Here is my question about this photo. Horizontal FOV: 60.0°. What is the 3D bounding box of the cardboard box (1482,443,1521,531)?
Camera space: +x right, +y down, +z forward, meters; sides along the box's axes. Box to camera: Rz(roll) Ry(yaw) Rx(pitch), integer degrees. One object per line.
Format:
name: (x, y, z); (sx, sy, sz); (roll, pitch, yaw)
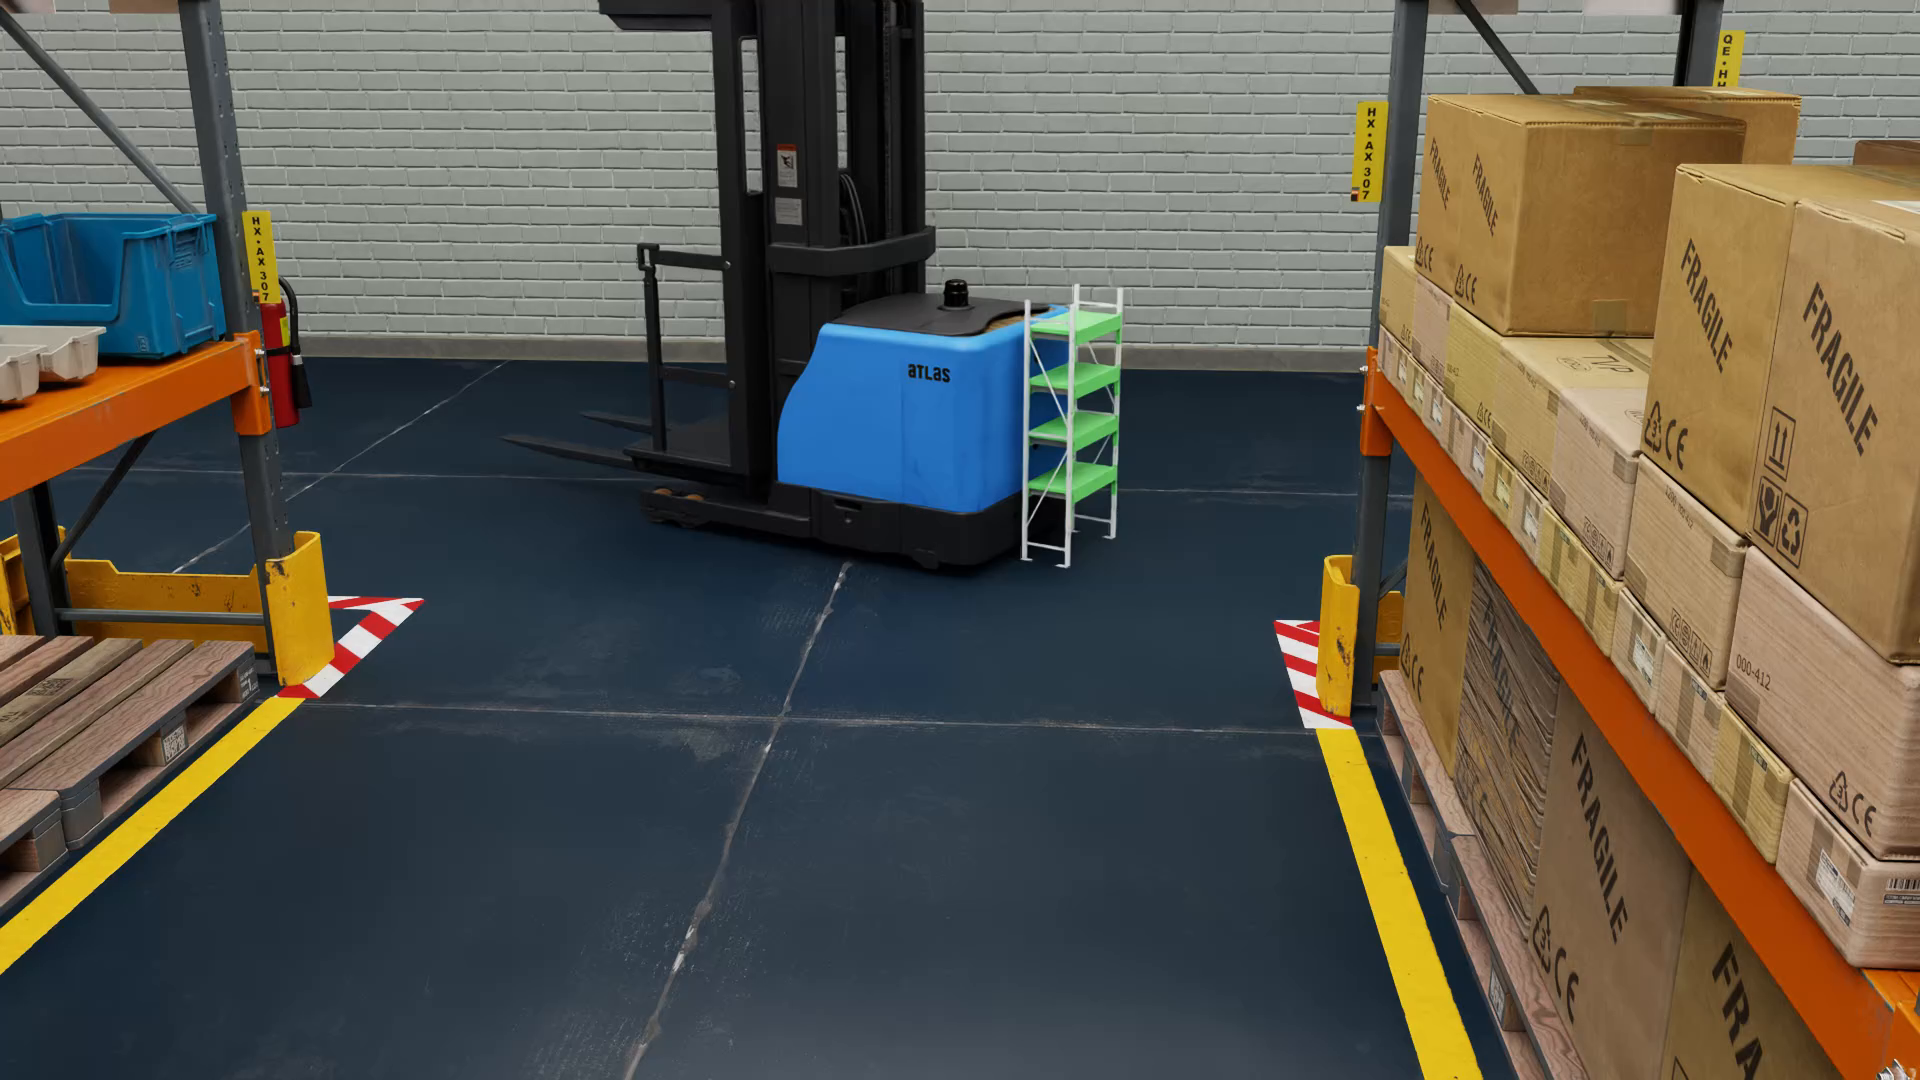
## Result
cardboard box: (1.447, -0.122, 3.883); (0.380, 0.149, 0.250); (1, 18, 3)

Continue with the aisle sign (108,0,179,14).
aisle sign: (-2.733, -2.184, 5.597); (0.394, 0.787, 0.004); (1, 18, 4)

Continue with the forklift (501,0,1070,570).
forklift: (-0.981, -1.578, 8.032); (3.031, 2.935, 1.130); (10, 21, 29)

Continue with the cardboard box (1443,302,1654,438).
cardboard box: (1.536, -0.432, 4.187); (0.500, 0.250, 0.500); (1, 18, 2)

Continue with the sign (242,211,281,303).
sign: (-2.480, -1.003, 5.906); (0.100, 0.325, 0.005); (1, 18, 4)

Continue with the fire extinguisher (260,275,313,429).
fire extinguisher: (-2.566, -0.756, 6.135); (0.296, 0.674, 0.183); (1, 18, 4)

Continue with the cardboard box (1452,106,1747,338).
cardboard box: (1.539, -0.790, 4.074); (0.500, 0.500, 0.500); (1, 18, 2)

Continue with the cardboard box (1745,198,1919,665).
cardboard box: (1.390, -0.155, 2.139); (0.500, 0.500, 0.500); (2, 18, 5)

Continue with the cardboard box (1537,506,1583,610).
cardboard box: (1.410, 0.038, 3.393); (0.380, 0.149, 0.250); (1, 18, 3)

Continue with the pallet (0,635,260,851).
pallet: (-3.128, 0.647, 5.608); (1.003, 0.211, 1.213); (1, 18, 4)

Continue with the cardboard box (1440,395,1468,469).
cardboard box: (1.484, -0.281, 4.367); (0.380, 0.149, 0.250); (1, 18, 3)

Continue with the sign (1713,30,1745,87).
sign: (2.450, -1.469, 5.349); (0.100, 0.325, 0.005); (1, 18, 4)

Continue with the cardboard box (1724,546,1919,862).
cardboard box: (1.393, 0.207, 2.238); (0.500, 0.250, 0.500); (1, 18, 3)

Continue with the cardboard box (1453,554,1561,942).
cardboard box: (1.879, 0.471, 4.407); (0.875, 0.875, 0.875); (1, 18, 4)

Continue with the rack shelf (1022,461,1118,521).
rack shelf: (0.513, -0.239, 7.701); (0.258, 0.148, 0.480); (10, 21, 28)

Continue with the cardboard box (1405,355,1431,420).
cardboard box: (1.521, -0.441, 4.855); (0.380, 0.149, 0.250); (1, 18, 3)

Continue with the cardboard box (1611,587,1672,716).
cardboard box: (1.374, 0.198, 2.906); (0.380, 0.149, 0.250); (2, 18, 5)

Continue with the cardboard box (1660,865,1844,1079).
cardboard box: (1.751, 1.027, 2.710); (0.875, 0.875, 0.875); (1, 18, 4)

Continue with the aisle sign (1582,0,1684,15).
aisle sign: (2.215, -2.074, 5.259); (0.394, 0.787, 0.004); (1, 18, 4)

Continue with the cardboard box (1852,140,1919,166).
cardboard box: (1.988, -0.464, 3.081); (0.500, 0.500, 0.500); (1, 18, 2)

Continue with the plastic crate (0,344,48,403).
plastic crate: (-2.943, -0.489, 4.926); (0.396, 0.136, 0.243); (1, 18, 4)

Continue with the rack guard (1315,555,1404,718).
rack guard: (1.912, 0.358, 6.028); (1.175, 0.500, 0.348); (1, 18, 4)

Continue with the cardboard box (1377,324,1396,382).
cardboard box: (1.556, -0.600, 5.341); (0.380, 0.149, 0.250); (1, 18, 5)

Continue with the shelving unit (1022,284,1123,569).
shelving unit: (0.513, -0.528, 7.606); (0.258, 1.200, 0.503); (10, 21, 28)

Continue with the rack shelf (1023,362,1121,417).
rack shelf: (0.513, -0.695, 7.551); (0.258, 0.148, 0.480); (10, 21, 28)

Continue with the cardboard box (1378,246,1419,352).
cardboard box: (1.606, -0.750, 5.156); (0.500, 0.250, 0.500); (1, 18, 2)

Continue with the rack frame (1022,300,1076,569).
rack frame: (0.391, -0.462, 7.405); (0.240, 1.200, 0.015); (10, 21, 28)

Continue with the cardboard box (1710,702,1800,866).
cardboard box: (1.337, 0.357, 2.419); (0.380, 0.149, 0.250); (2, 18, 5)

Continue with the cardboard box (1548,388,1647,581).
cardboard box: (1.464, -0.113, 3.212); (0.500, 0.250, 0.500); (2, 18, 5)

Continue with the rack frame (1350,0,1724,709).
rack frame: (1.910, -0.822, 5.616); (1.000, 3.000, 0.127); (1, 18, 4)

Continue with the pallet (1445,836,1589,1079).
pallet: (1.841, 1.131, 4.134); (1.003, 0.211, 1.213); (1, 18, 4)

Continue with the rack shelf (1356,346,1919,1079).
rack shelf: (1.767, 0.141, 3.832); (1.077, 0.370, 4.000); (1, 18, 4)
